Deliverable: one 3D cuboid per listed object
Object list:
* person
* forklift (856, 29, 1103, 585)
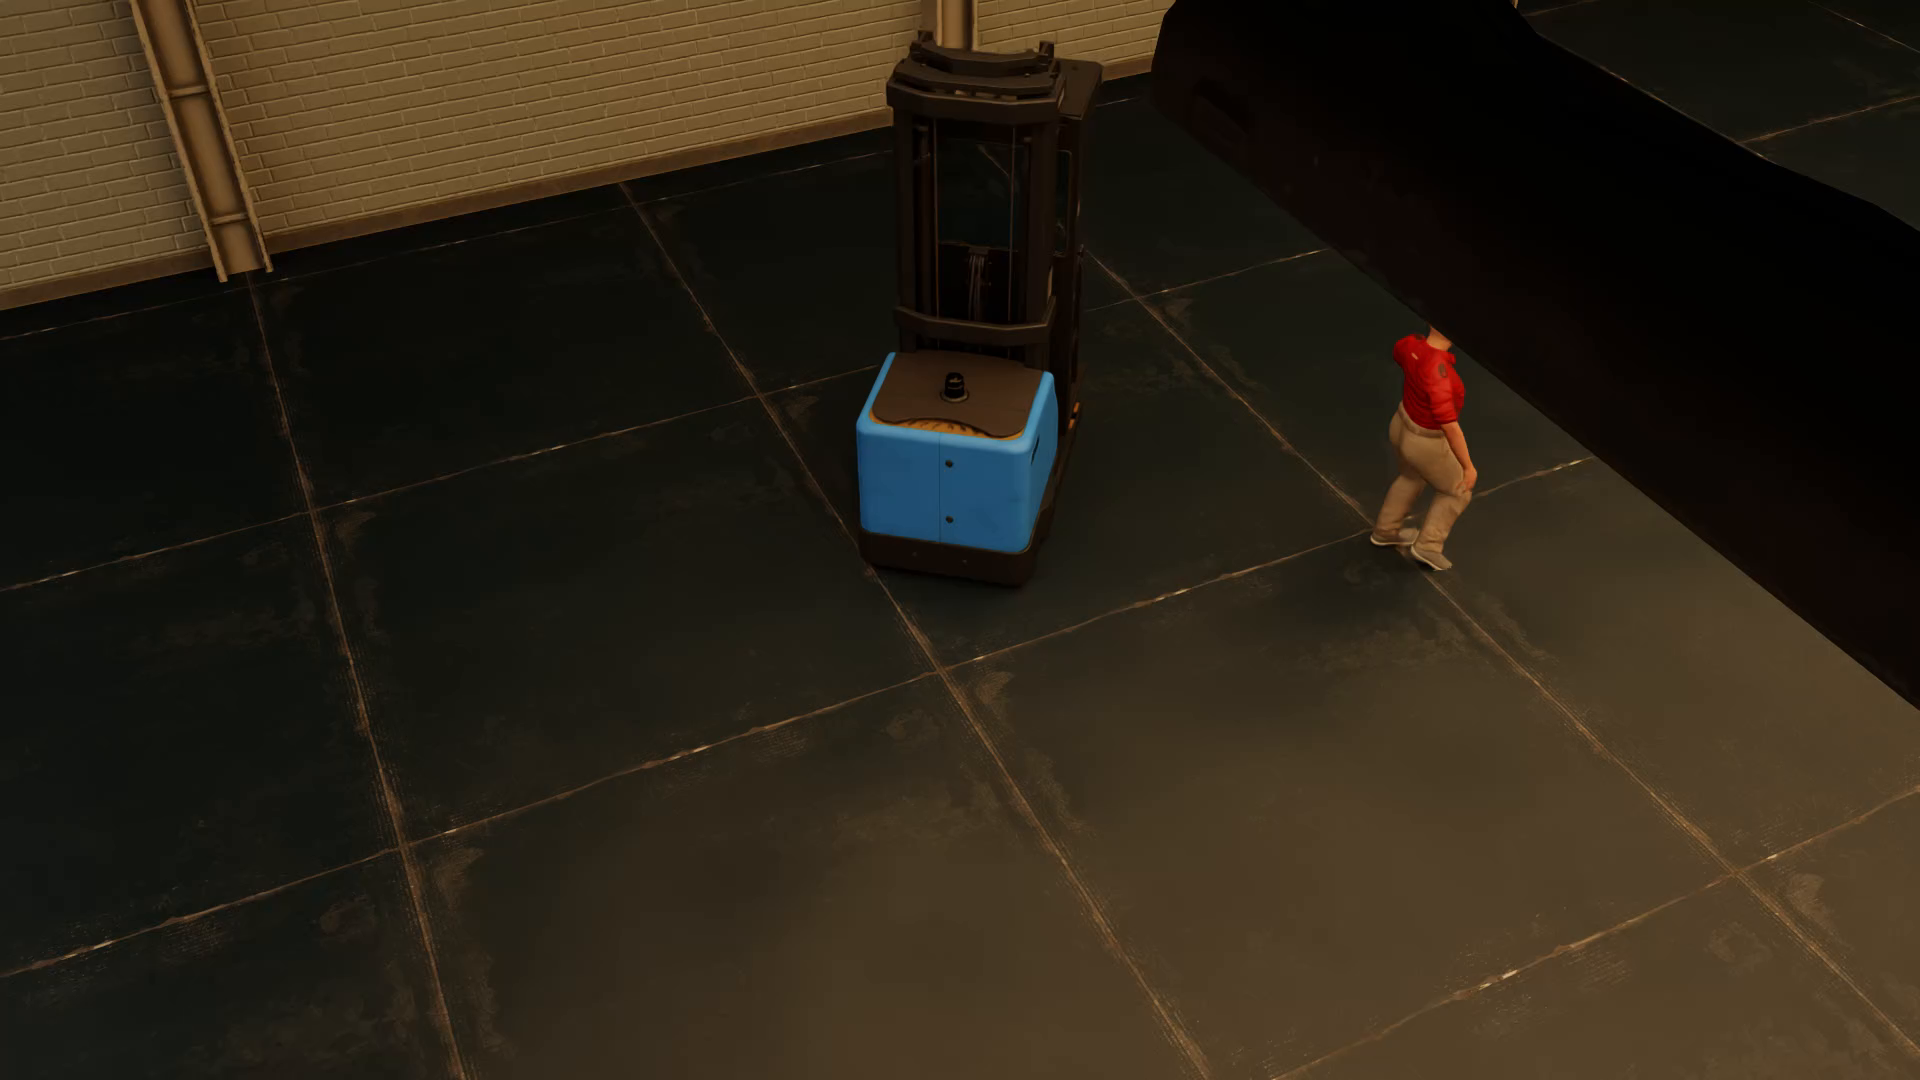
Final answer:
[{"bbox_3d":[2.759,-0.595,9.738,0.460,1.756,0.923,-6,40,-7],"label":"person"},{"bbox_3d":[0.214,-1.811,10.186,1.130,2.935,3.031,8,41,10],"label":"forklift"}]
